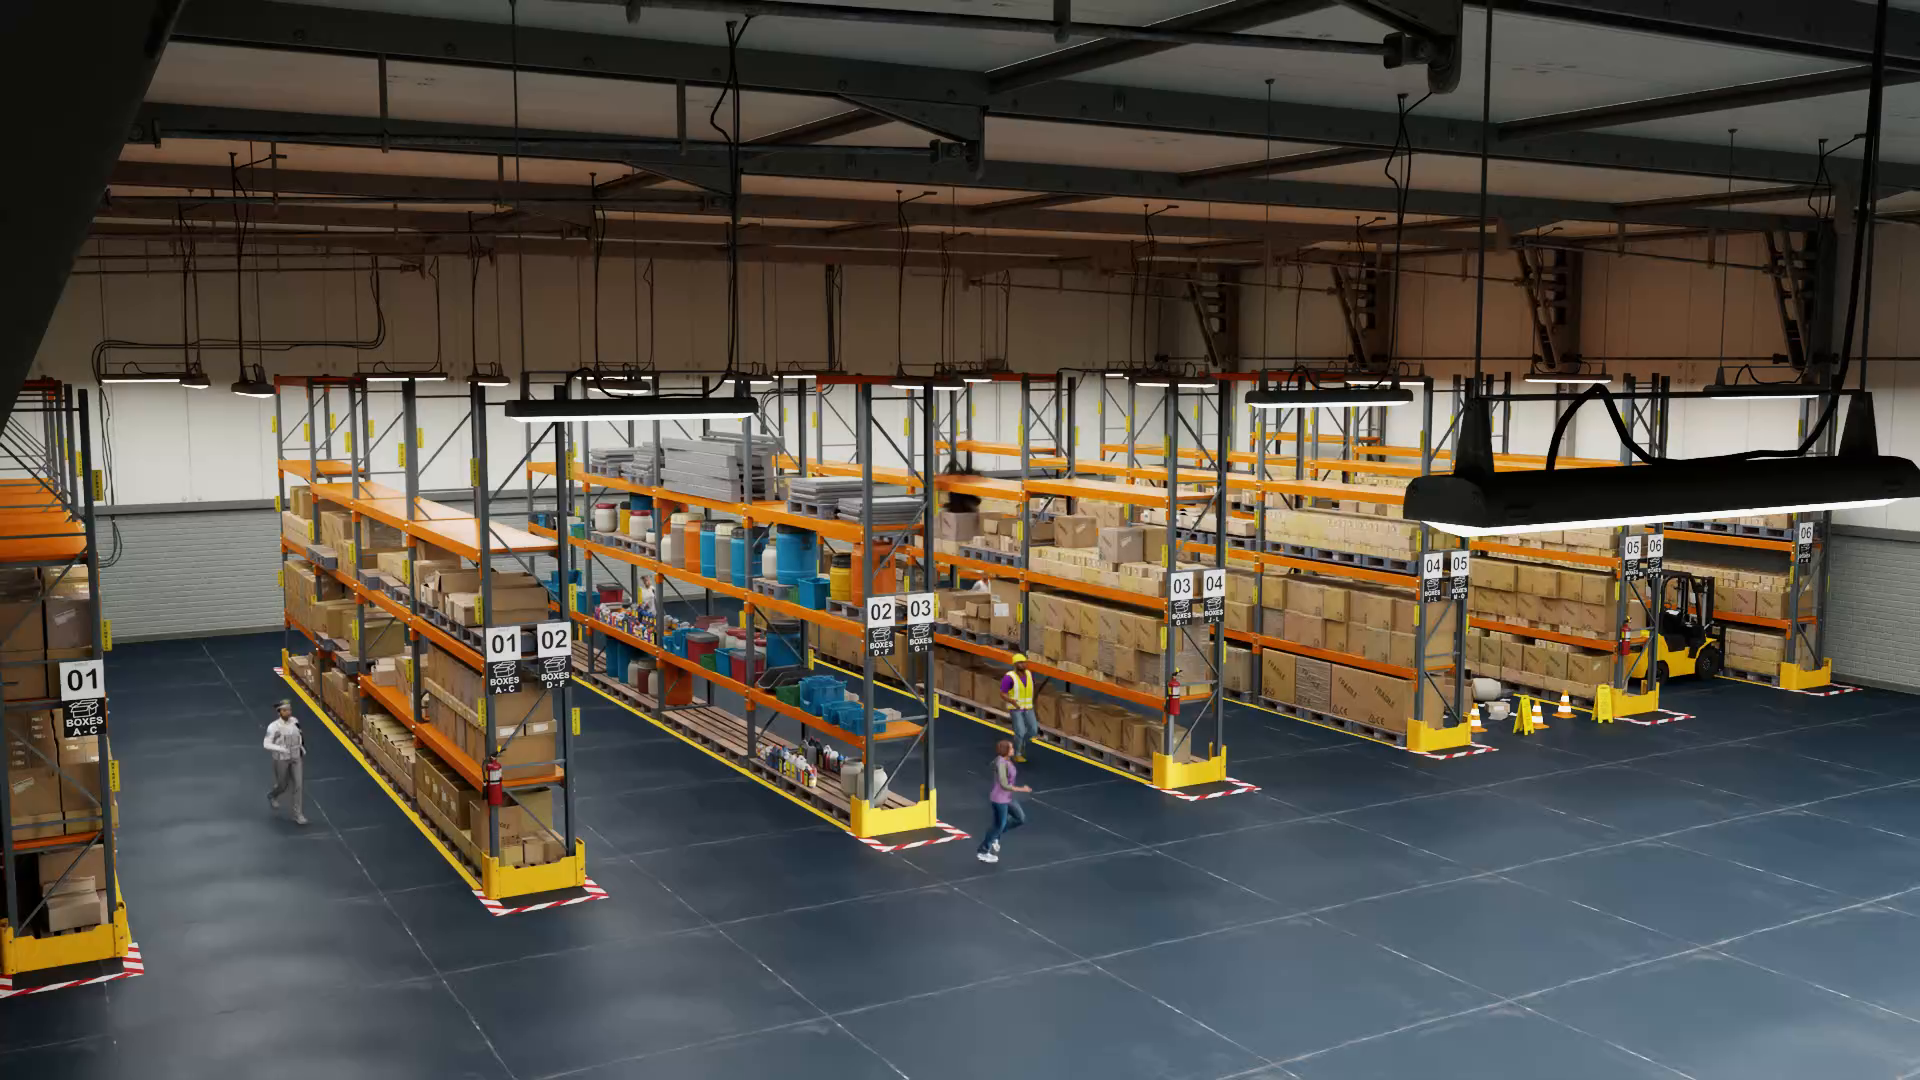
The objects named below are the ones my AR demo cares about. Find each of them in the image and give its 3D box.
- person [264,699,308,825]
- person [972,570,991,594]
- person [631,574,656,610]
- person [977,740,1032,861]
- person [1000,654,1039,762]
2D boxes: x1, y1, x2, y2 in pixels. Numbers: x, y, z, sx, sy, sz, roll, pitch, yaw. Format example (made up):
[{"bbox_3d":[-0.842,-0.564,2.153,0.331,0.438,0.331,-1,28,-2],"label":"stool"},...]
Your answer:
[{"bbox_3d":[-9.216,3.002,22.762,0.896,1.693,0.618,6,8,41],"label":"person"},{"bbox_3d":[0.574,1.496,36.219,0.662,1.801,0.710,-3,7,-24],"label":"person"},{"bbox_3d":[-6.743,1.572,36.030,0.632,1.695,0.642,-5,8,-40],"label":"person"},{"bbox_3d":[0.567,3.268,20.943,0.695,1.557,0.570,1,6,11],"label":"person"},{"bbox_3d":[0.966,2.628,25.983,0.674,1.721,0.569,-3,7,-29],"label":"person"}]
